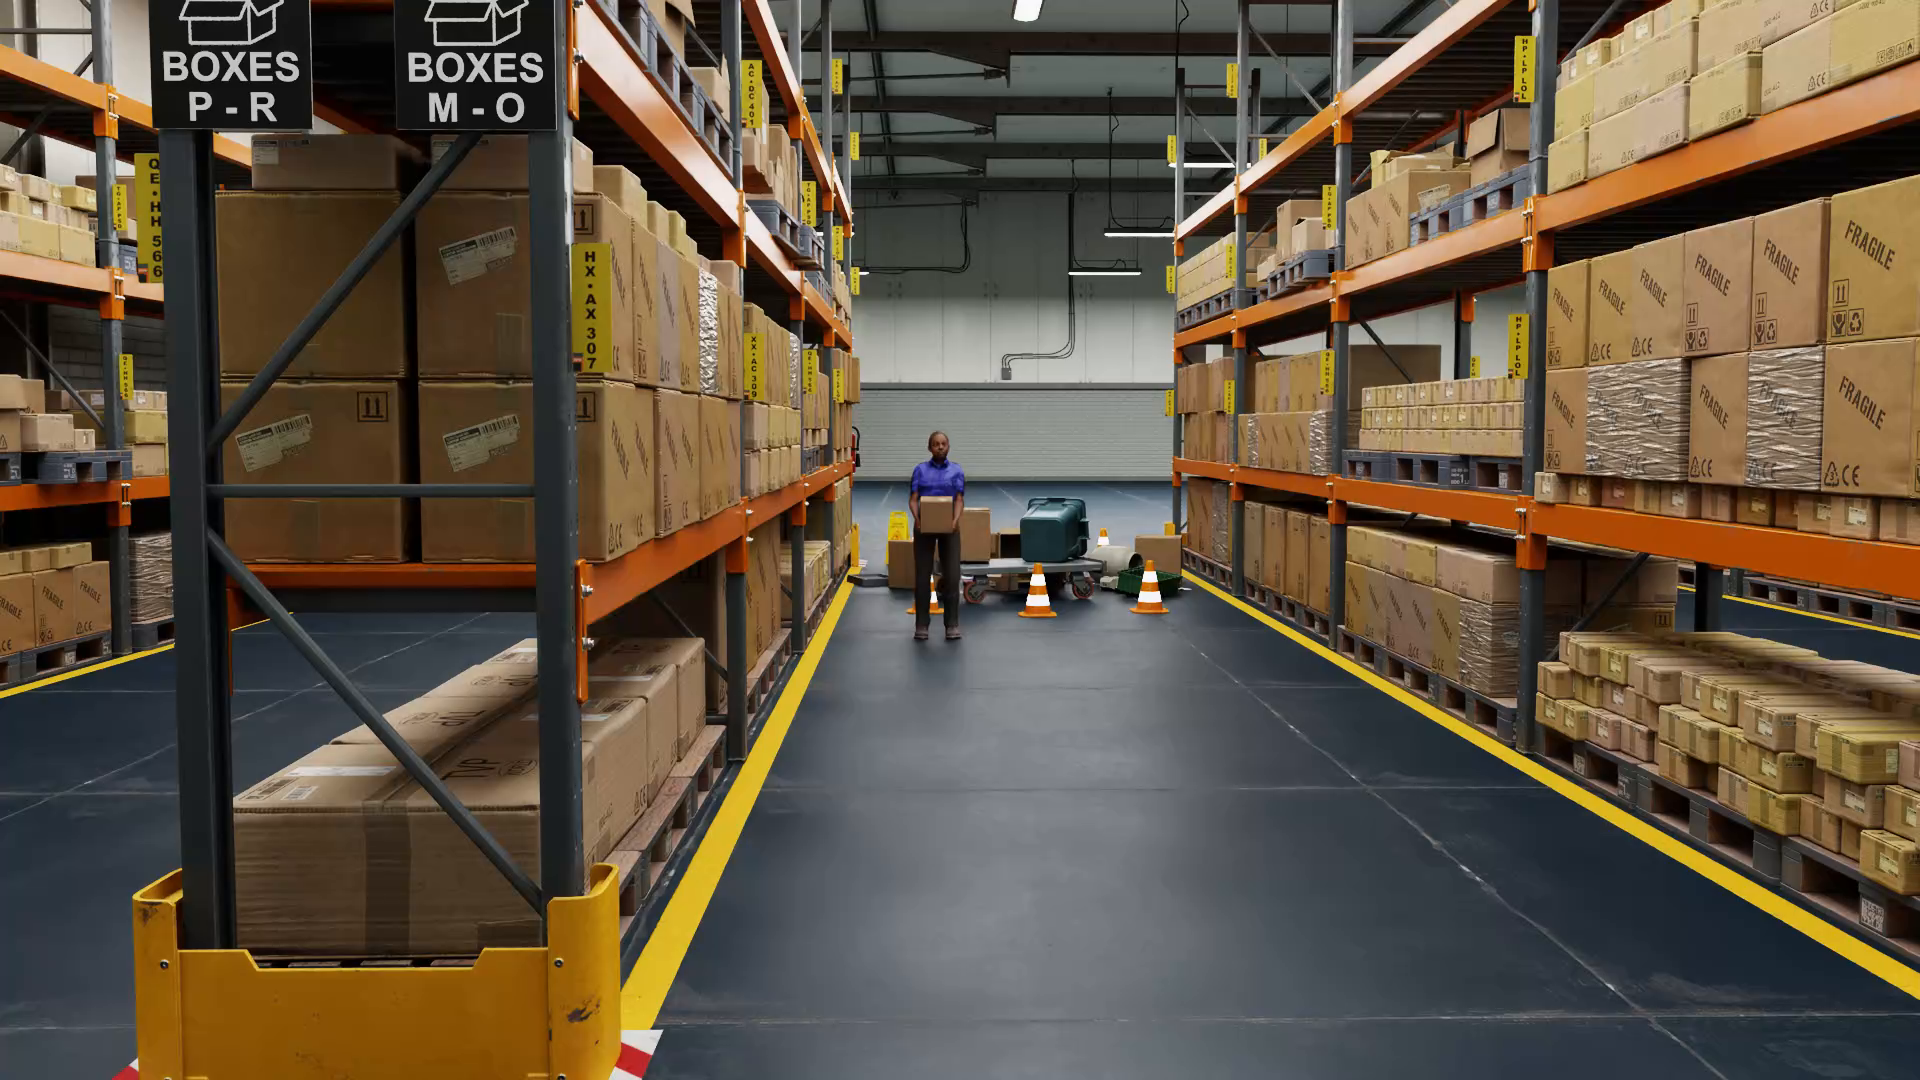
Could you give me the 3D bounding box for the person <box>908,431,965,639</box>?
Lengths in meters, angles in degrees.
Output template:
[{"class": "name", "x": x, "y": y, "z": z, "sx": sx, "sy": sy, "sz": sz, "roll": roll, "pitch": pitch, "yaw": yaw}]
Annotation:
[{"class": "person", "x": -0.185, "y": -0.038, "z": 13.180, "sx": 0.451, "sy": 1.650, "sz": 0.518, "roll": 0, "pitch": 4, "yaw": 0}]
